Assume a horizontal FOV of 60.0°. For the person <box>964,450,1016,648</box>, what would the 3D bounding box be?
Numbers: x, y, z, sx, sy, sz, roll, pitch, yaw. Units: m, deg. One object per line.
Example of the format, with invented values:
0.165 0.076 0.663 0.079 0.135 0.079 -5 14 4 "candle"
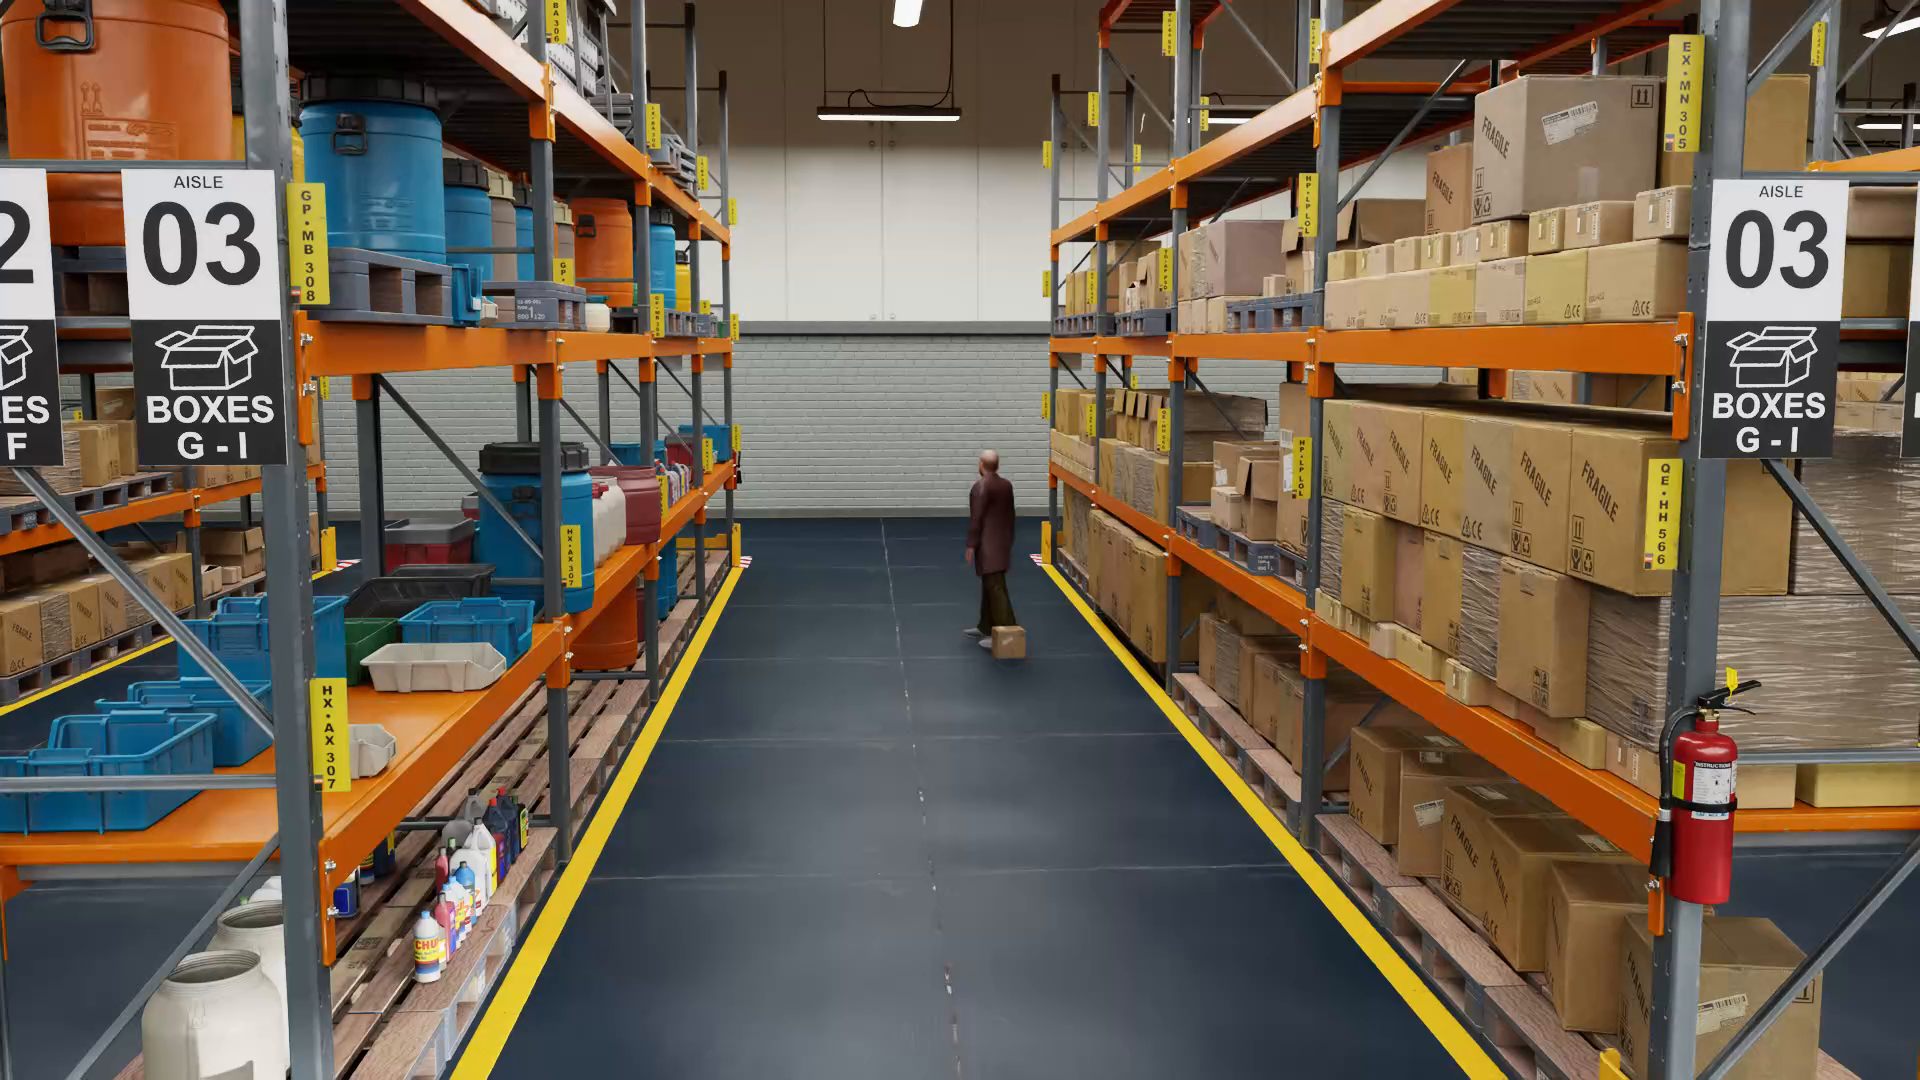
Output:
0.262 0.070 15.081 0.679 1.775 0.630 4 8 28 "person"
